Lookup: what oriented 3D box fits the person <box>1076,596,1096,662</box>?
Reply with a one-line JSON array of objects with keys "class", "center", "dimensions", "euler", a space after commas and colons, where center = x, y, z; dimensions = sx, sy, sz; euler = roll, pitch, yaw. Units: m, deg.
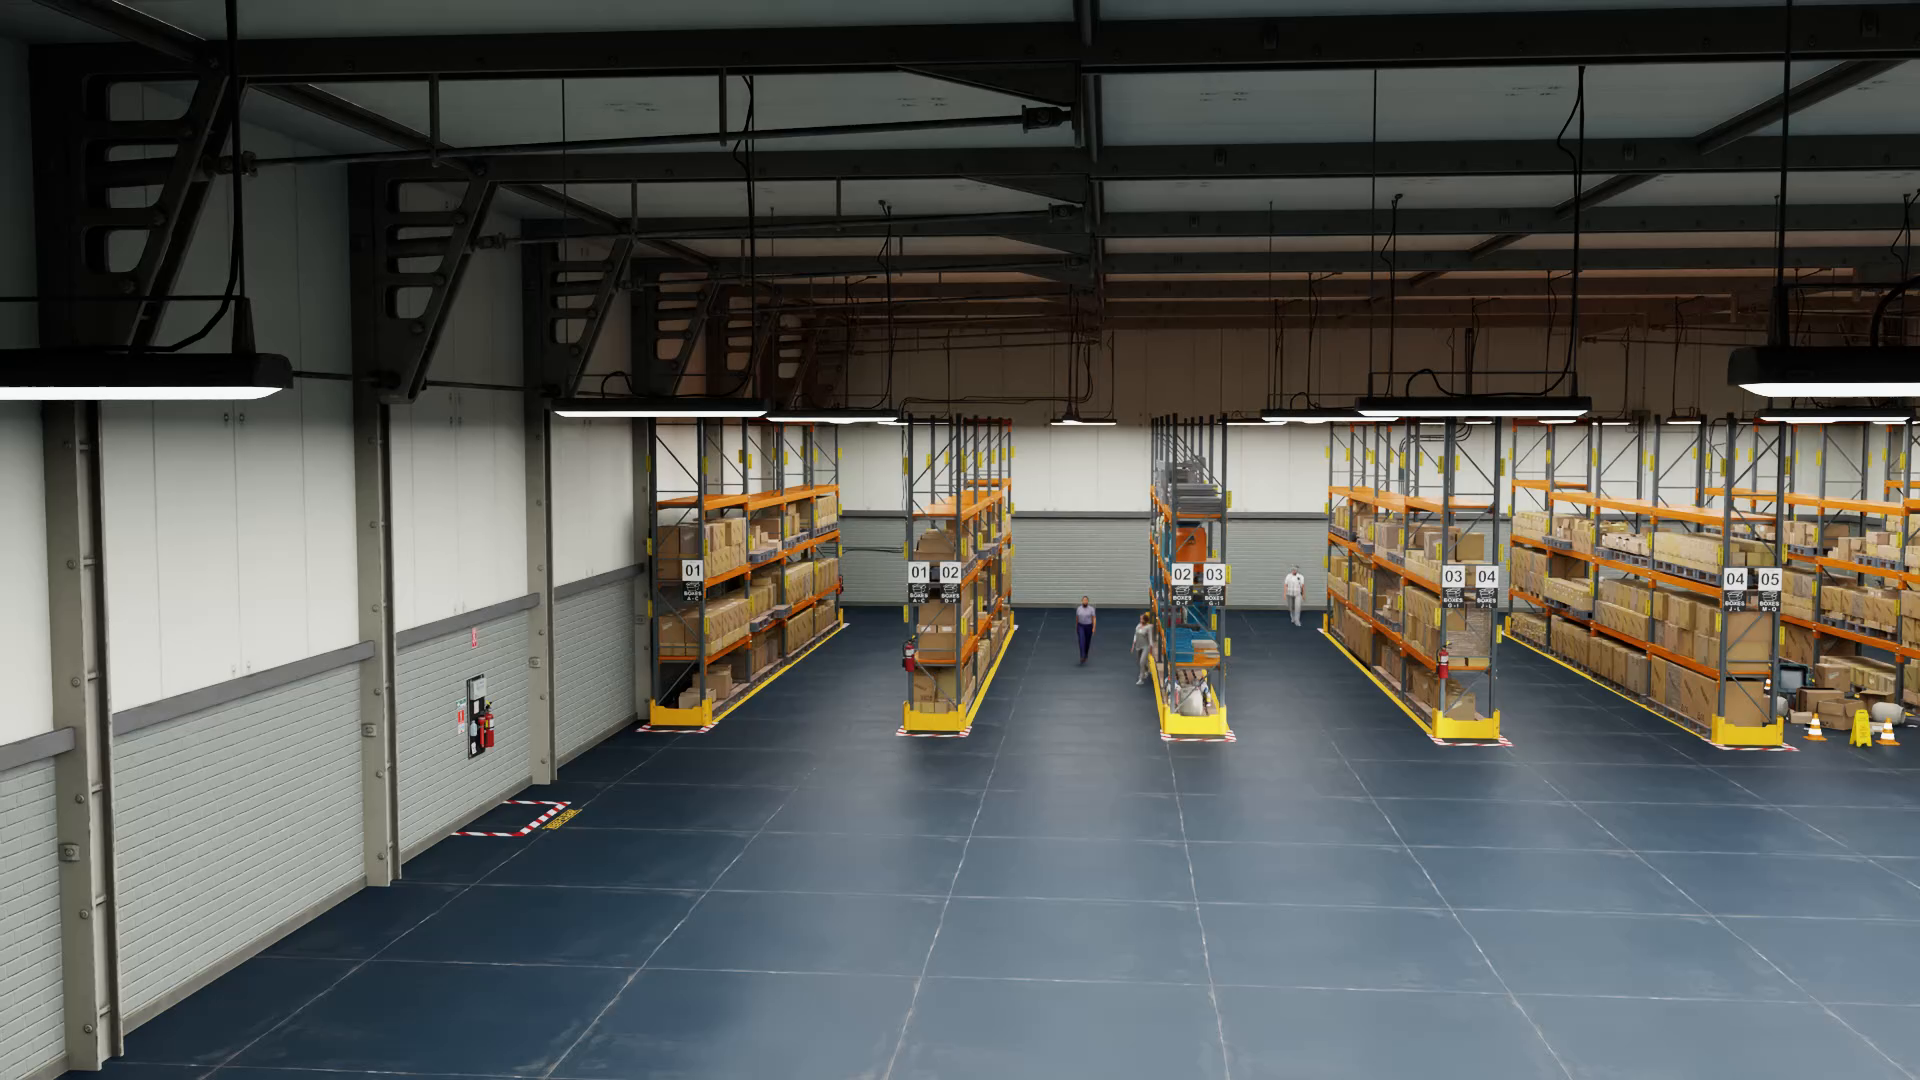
[{"class": "person", "center": [3.103, 2.170, 40.864], "dimensions": [0.473, 1.582, 1.052], "euler": [0, 4, -4]}]

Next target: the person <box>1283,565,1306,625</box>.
[{"class": "person", "center": [9.727, 1.584, 48.447], "dimensions": [0.596, 1.703, 1.007], "euler": [1, 4, 21]}]

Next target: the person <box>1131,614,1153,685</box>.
[{"class": "person", "center": [4.120, 2.419, 37.240], "dimensions": [0.449, 1.551, 0.876], "euler": [2, 5, 32]}]

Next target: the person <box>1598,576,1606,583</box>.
[{"class": "person", "center": [17.113, 1.863, 44.250], "dimensions": [0.577, 1.783, 0.534], "euler": [0, 4, 6]}]
